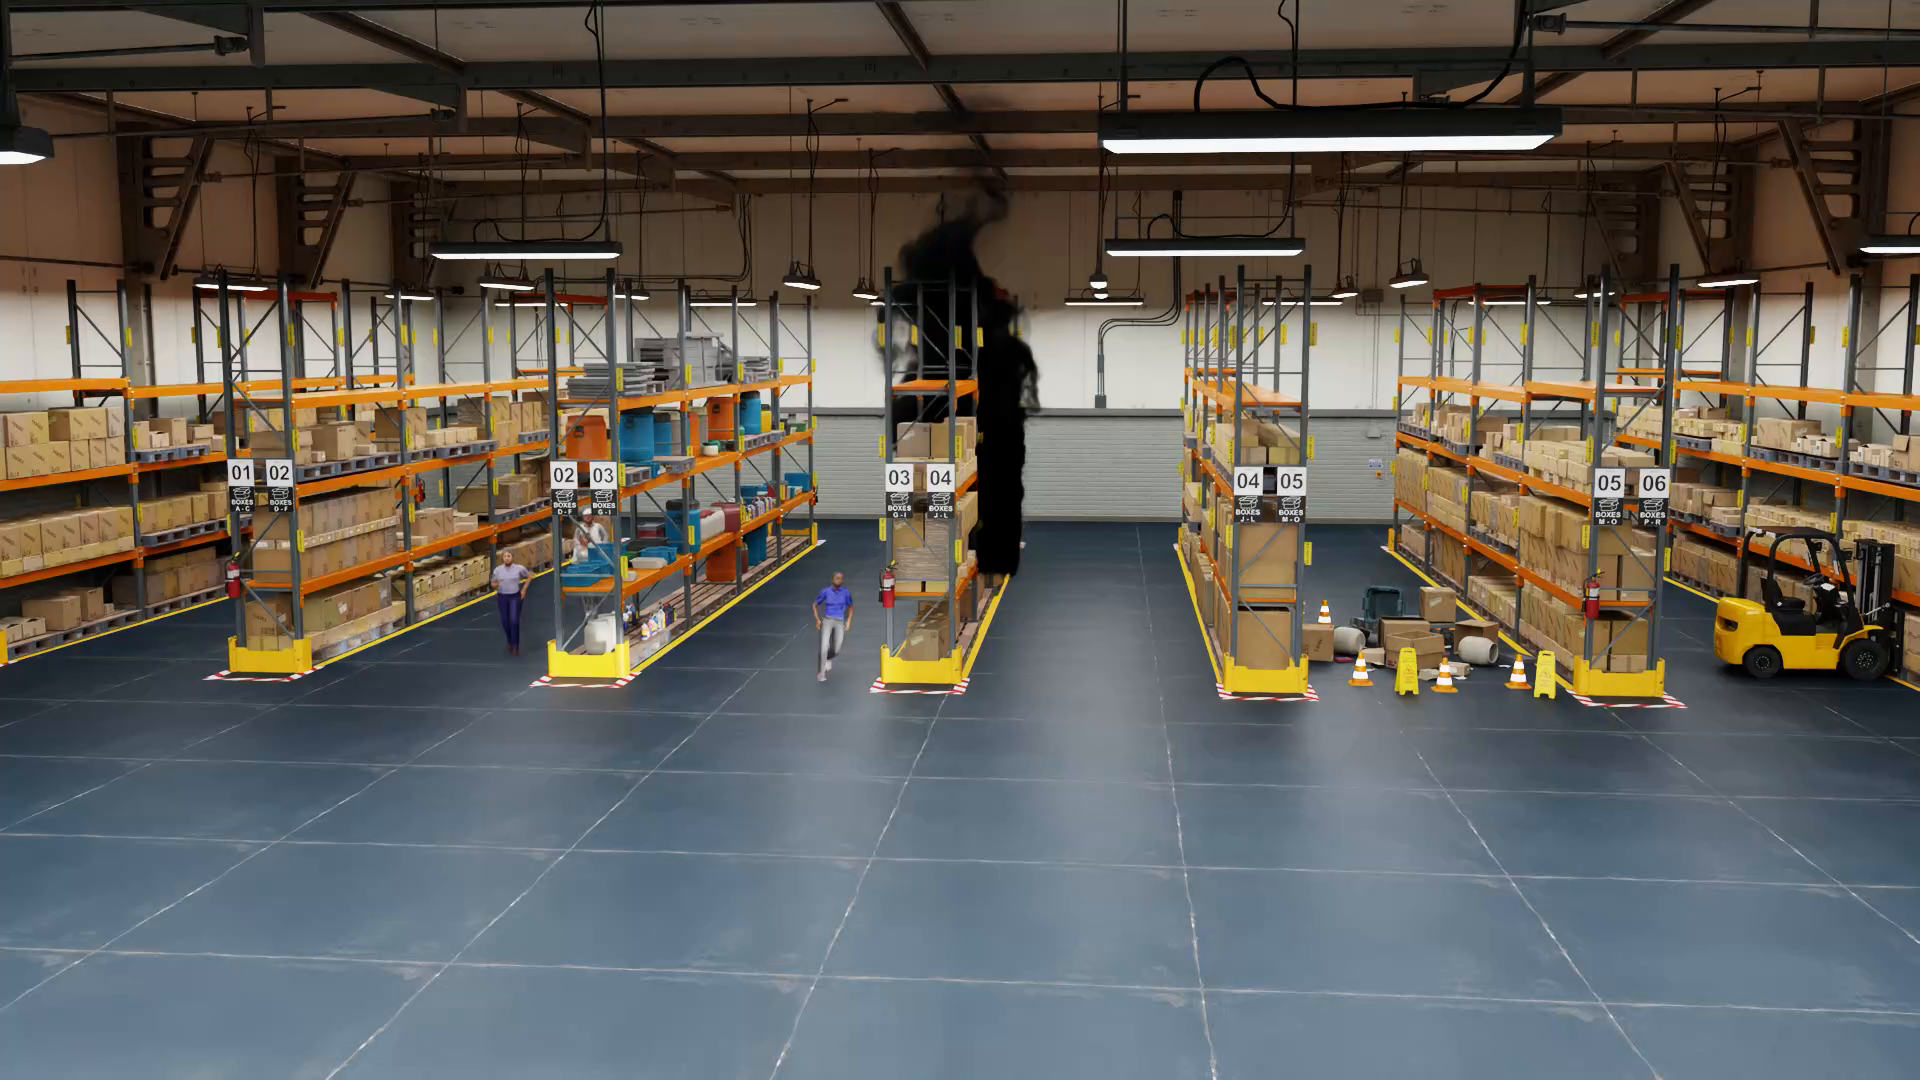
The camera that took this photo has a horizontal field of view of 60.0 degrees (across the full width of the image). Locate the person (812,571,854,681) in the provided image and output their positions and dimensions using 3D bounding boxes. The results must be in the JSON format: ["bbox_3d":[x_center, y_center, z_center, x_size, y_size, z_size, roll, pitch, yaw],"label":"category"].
[{"bbox_3d":[-1.863,1.254,24.467,0.625,1.608,0.524,-1,7,-10],"label":"person"}]

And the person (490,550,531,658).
[{"bbox_3d":[-7.120,1.001,26.314,0.585,1.700,0.708,0,7,0],"label":"person"}]

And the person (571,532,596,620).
[{"bbox_3d":[-6.620,0.651,29.397,0.519,1.573,0.615,0,7,4],"label":"person"}]

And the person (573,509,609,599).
[{"bbox_3d":[-7.086,0.268,31.830,0.640,1.747,0.665,0,7,0],"label":"person"}]
